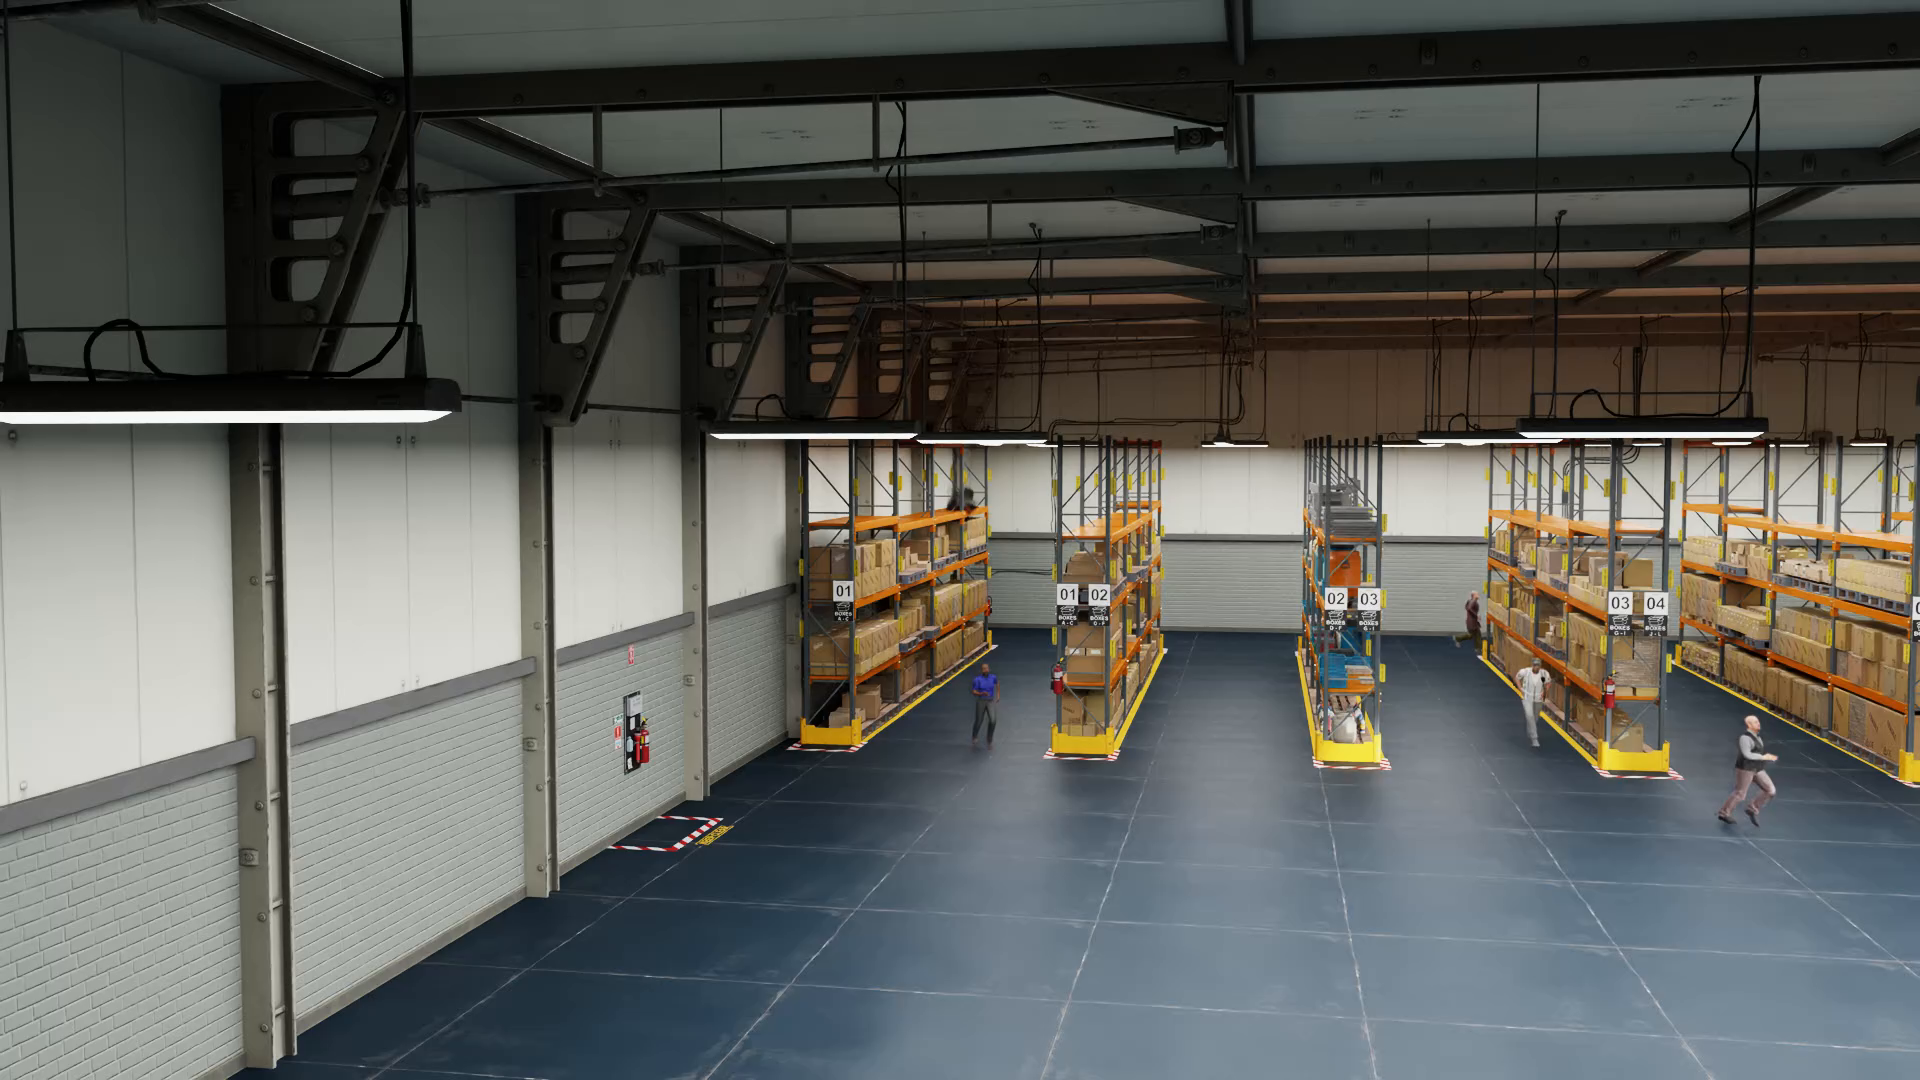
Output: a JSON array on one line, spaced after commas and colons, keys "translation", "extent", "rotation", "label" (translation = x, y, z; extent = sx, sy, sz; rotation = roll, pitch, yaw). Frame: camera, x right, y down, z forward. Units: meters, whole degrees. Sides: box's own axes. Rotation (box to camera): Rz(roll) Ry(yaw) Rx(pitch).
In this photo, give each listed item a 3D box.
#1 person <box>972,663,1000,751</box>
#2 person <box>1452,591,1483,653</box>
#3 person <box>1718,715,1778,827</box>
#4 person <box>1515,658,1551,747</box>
[{"translation": [0.498, 3.179, 31.837], "extent": [0.586, 1.689, 0.874], "rotation": [-1, 3, -11], "label": "person"}, {"translation": [14.454, 2.307, 47.042], "extent": [0.985, 1.760, 0.738], "rotation": [1, 3, 20], "label": "person"}, {"translation": [11.979, 3.495, 25.190], "extent": [0.662, 1.701, 0.853], "rotation": [-2, 4, -39], "label": "person"}, {"translation": [11.189, 3.125, 32.511], "extent": [0.673, 1.758, 0.993], "rotation": [1, 3, 11], "label": "person"}]
